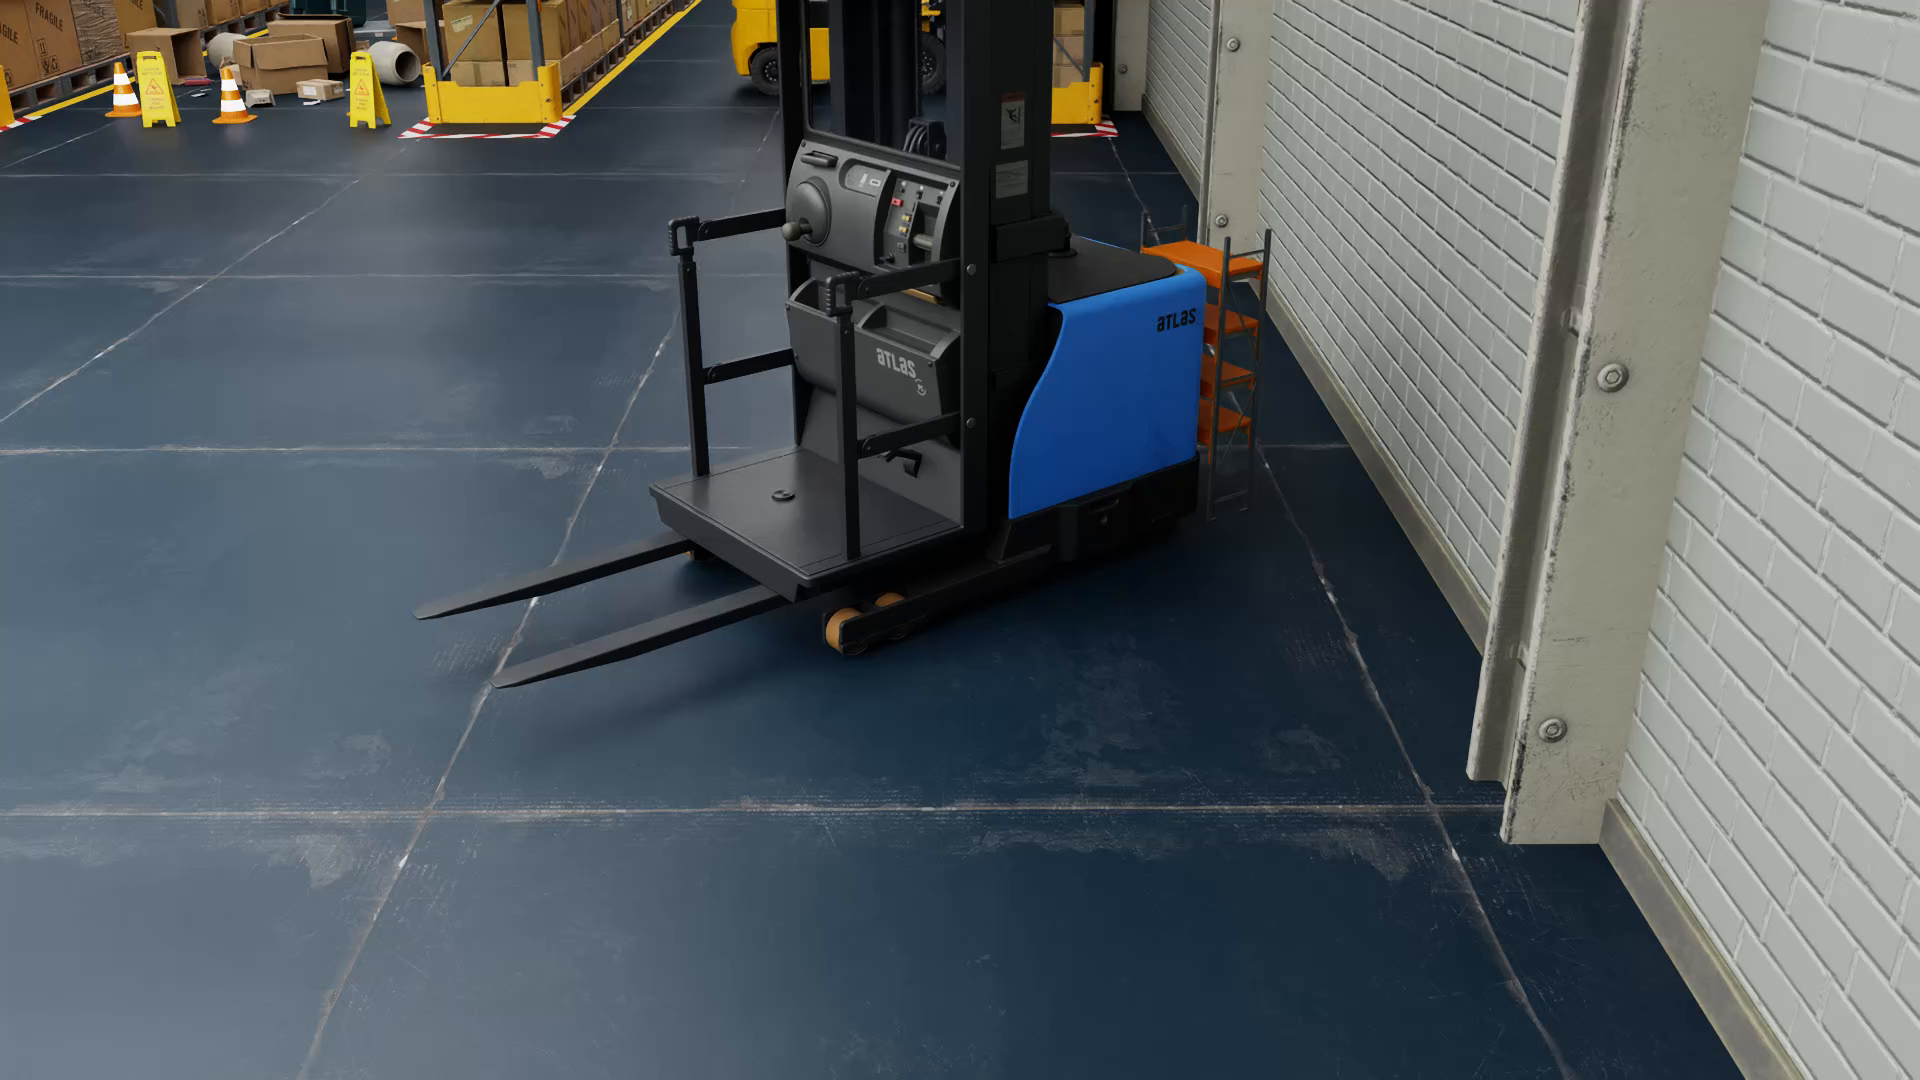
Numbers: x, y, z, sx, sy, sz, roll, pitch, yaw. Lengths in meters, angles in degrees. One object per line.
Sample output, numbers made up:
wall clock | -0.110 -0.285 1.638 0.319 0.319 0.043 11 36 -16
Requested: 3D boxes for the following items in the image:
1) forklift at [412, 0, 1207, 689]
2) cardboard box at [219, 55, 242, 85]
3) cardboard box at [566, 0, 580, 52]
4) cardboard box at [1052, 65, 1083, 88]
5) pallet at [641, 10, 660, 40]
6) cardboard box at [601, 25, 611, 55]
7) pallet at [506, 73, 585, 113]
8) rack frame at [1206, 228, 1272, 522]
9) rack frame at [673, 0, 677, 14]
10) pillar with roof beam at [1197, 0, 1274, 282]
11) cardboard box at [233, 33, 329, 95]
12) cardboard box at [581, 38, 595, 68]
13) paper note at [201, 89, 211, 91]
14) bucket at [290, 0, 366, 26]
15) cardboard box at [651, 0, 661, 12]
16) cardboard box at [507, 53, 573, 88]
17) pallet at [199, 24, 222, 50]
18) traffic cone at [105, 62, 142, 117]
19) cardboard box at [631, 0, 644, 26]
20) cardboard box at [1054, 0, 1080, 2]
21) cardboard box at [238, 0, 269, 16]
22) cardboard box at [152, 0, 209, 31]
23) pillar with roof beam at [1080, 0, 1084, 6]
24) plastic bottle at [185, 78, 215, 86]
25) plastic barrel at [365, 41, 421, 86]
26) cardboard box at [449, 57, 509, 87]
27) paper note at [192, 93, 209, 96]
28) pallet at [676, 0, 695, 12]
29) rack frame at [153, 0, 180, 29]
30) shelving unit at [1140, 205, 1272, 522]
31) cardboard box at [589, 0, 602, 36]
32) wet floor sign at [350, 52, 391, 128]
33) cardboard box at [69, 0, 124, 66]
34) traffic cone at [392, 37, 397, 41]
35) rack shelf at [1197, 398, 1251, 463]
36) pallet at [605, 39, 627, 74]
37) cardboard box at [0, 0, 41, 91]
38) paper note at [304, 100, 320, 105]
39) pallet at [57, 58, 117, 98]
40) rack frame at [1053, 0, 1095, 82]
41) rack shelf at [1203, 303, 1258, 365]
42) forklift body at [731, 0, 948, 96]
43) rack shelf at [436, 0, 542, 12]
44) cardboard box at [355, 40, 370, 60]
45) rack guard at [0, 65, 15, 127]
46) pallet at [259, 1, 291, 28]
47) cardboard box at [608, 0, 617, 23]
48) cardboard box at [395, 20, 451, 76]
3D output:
forklift | -0.484 -1.173 5.786 3.031 2.935 1.130 -19 30 -35
cardboard box | -7.392 -4.839 17.127 0.396 0.266 0.258 4 25 9
cardboard box | -4.003 -5.040 16.170 0.500 0.500 0.500 -1 24 -3
cardboard box | 0.893 -4.366 15.591 0.500 0.250 0.500 0 24 0
pallet | -4.330 -6.403 20.651 1.003 0.211 1.213 0 24 -1
cardboard box | -4.013 -5.326 17.712 0.500 0.250 0.500 -1 24 -2
pallet | -4.234 -4.296 15.993 1.003 0.211 1.213 0 24 -1
rack frame | 1.125 -0.651 6.732 0.240 1.200 0.015 -16 29 -31
rack frame | -4.347 -8.497 21.897 1.000 3.000 0.127 0 24 -1
pillar with roof beam | -2.642 -5.757 8.559 9.100 9.000 0.400 0 24 -1
cardboard box | -6.811 -4.776 16.698 0.797 0.503 0.637 -19 31 -36
cardboard box | -4.009 -4.908 16.789 0.500 0.250 0.500 1 24 3
paper note | -7.609 -4.540 16.777 0.032 0.001 0.123 13 27 27
bucket | -6.946 -5.940 18.372 0.726 0.611 0.620 8 16 18
cardboard box | -4.335 -6.954 21.165 0.950 0.372 0.625 -1 24 -2
cardboard box | -3.992 -4.473 15.826 0.500 0.250 0.500 0 24 -1
pallet | -9.336 -5.832 19.389 1.003 0.211 1.213 0 24 -1
traffic cone | -7.795 -4.206 15.488 0.336 0.463 0.334 0 24 -1
cardboard box | -4.323 -6.355 19.841 0.950 0.372 0.625 1 24 3
cardboard box | 0.878 -5.023 15.830 0.500 0.250 0.500 0 24 0
cardboard box | -9.366 -6.988 20.781 1.050 0.750 0.750 0 24 0
cardboard box | -9.349 -6.207 19.053 1.050 0.750 0.750 0 24 -1
pillar with roof beam | -2.773 -10.702 19.492 9.100 9.000 0.400 0 24 -1
plastic bottle | -7.810 -4.711 17.091 0.283 0.061 0.133 -9 26 -19
plastic barrel | -5.797 -4.871 17.006 0.512 0.421 0.421 19 30 35
cardboard box | -4.538 -4.481 15.844 0.500 0.250 0.500 0 24 -1
paper note | -7.528 -4.420 16.487 0.144 0.017 0.142 8 26 18
pallet | -4.281 -7.552 23.191 1.003 0.211 1.213 0 24 -1
rack frame | -9.252 -6.785 18.112 1.000 3.000 0.127 0 24 -1
shelving unit | 0.985 -0.733 6.915 0.258 1.200 0.503 -16 29 -31
cardboard box | -4.015 -5.467 17.114 0.500 0.500 0.500 1 24 2
wet floor sign | -5.328 -4.045 14.910 0.267 0.644 0.232 8 26 18
cardboard box | -9.302 -5.377 17.068 0.875 0.875 0.875 0 24 0
traffic cone | -6.720 -6.313 20.146 0.336 0.463 0.334 0 24 -1
rack shelf | 0.985 -0.491 7.024 0.258 0.148 0.480 -16 29 -31
pallet | -4.261 -5.302 18.216 1.003 0.211 1.213 0 24 -1
cardboard box | -9.282 -4.639 15.436 0.875 0.875 0.875 0 24 0
paper note | -6.261 -4.228 16.062 0.148 0.019 0.142 -9 26 -19
pallet | -9.306 -4.697 16.879 1.003 0.211 1.213 0 24 -1
rack frame | 0.703 -5.224 14.661 1.000 3.000 0.127 0 24 -1
rack shelf | 0.985 -0.875 6.850 0.258 0.148 0.480 -16 29 -31
forklift body | -1.142 -5.611 16.546 2.313 2.155 1.214 0 24 -1
rack shelf | -4.282 -5.697 16.579 1.077 0.370 4.000 0 24 -1
cardboard box | -6.441 -5.258 18.053 0.258 0.266 0.396 -19 31 -36
rack guard | -9.208 -3.988 14.961 1.175 0.500 0.348 0 24 -1
pallet | -9.363 -6.837 21.612 1.003 0.211 1.213 0 24 -1
cardboard box | -4.029 -5.886 18.042 0.500 0.500 0.500 -1 24 -1
cardboard box | -5.653 -5.263 17.778 0.500 0.500 0.500 19 30 35
